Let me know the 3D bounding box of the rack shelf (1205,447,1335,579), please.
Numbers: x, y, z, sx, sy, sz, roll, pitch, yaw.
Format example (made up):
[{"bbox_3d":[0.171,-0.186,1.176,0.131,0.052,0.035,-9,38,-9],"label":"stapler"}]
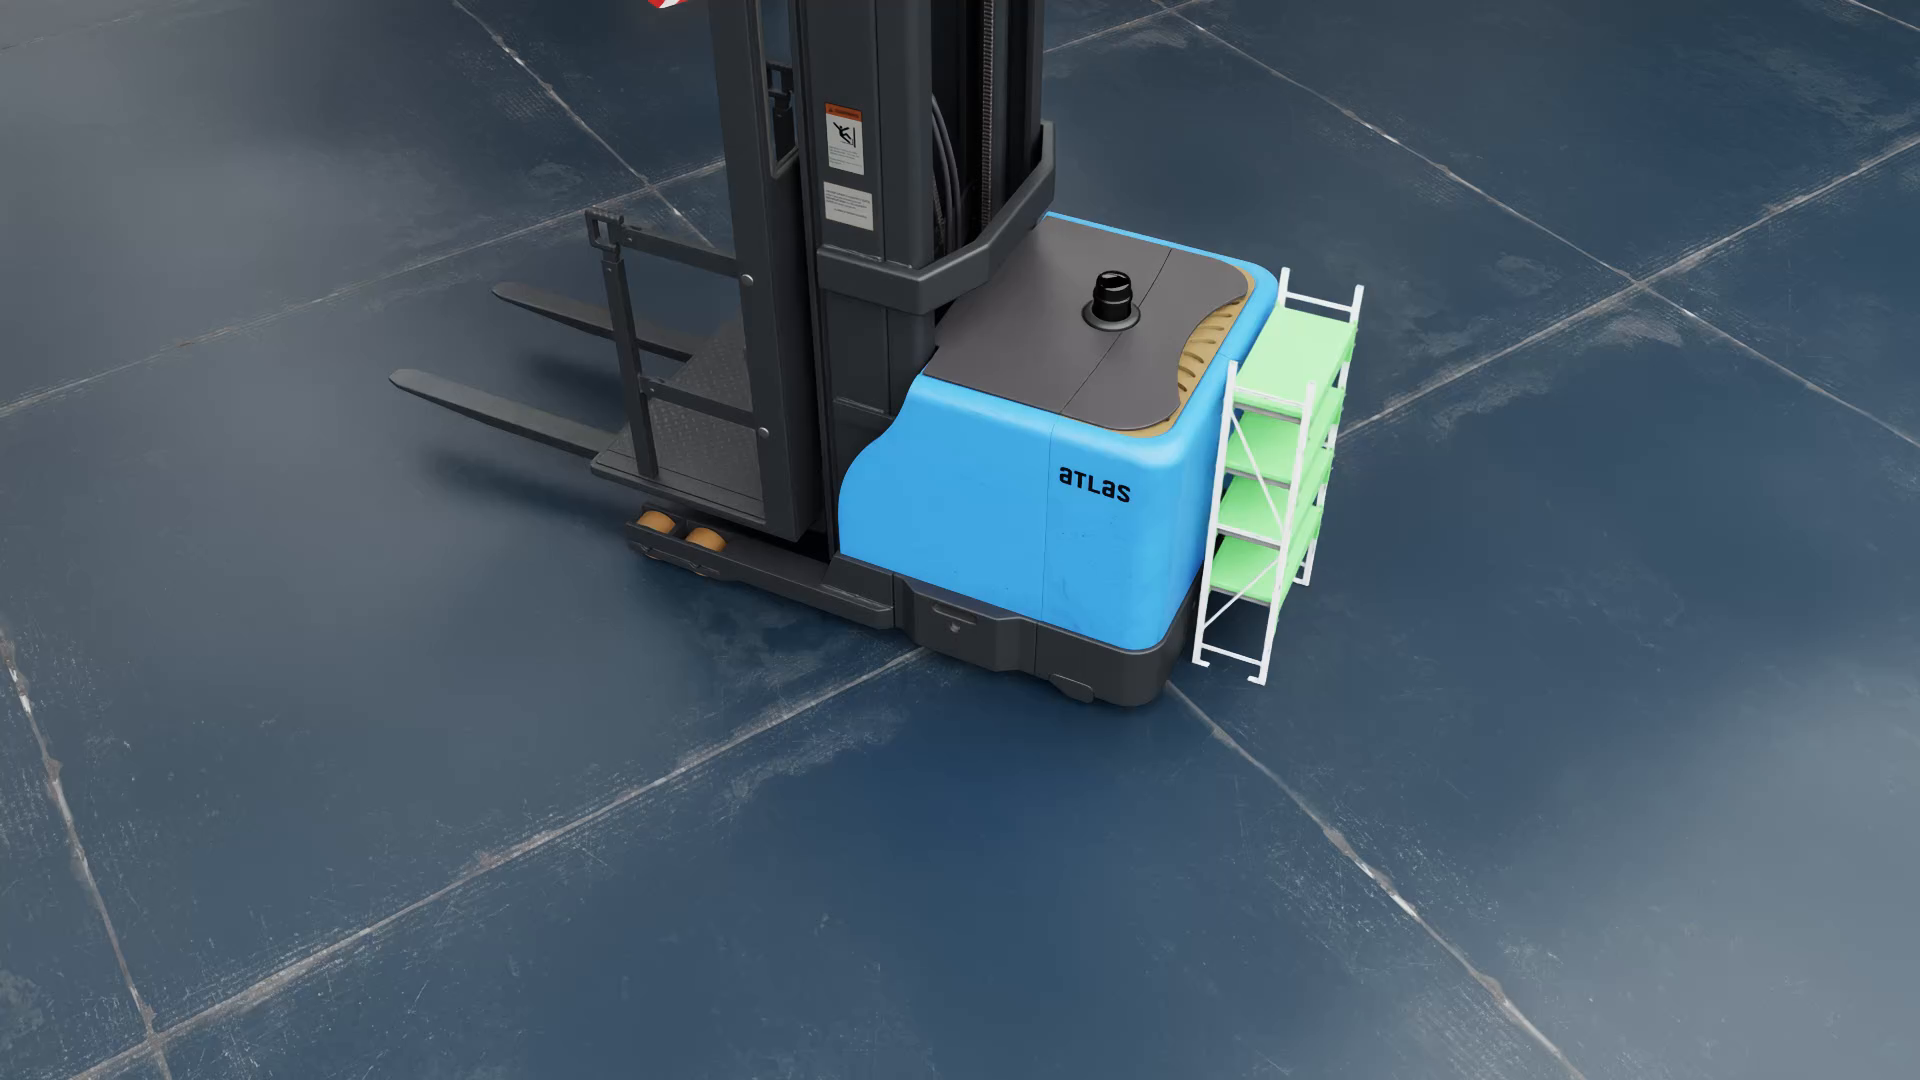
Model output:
[{"bbox_3d":[0.953,-0.121,5.097,0.258,0.148,0.480,17,46,18],"label":"rack shelf"}]

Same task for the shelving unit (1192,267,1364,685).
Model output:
[{"bbox_3d":[0.952,-0.167,5.053,0.258,1.200,0.503,17,46,18],"label":"shelving unit"}]

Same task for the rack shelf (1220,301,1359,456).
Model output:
[{"bbox_3d":[0.947,-0.470,4.768,0.258,0.148,0.480,17,46,18],"label":"rack shelf"}]

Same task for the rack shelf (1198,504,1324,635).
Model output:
[{"bbox_3d":[0.956,0.054,5.262,0.258,0.148,0.480,17,46,18],"label":"rack shelf"}]

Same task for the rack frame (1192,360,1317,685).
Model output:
[{"bbox_3d":[0.850,-0.014,4.893,0.240,1.200,0.015,17,46,18],"label":"rack frame"}]

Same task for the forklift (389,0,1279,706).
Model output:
[{"bbox_3d":[-0.569,-1.247,4.933,3.031,2.935,1.130,18,47,18],"label":"forklift"}]

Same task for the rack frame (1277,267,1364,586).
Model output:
[{"bbox_3d":[1.055,-0.320,5.214,0.240,1.200,0.015,17,46,18],"label":"rack frame"}]

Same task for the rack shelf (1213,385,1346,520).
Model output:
[{"bbox_3d":[0.950,-0.295,4.933,0.258,0.148,0.480,17,46,18],"label":"rack shelf"}]
